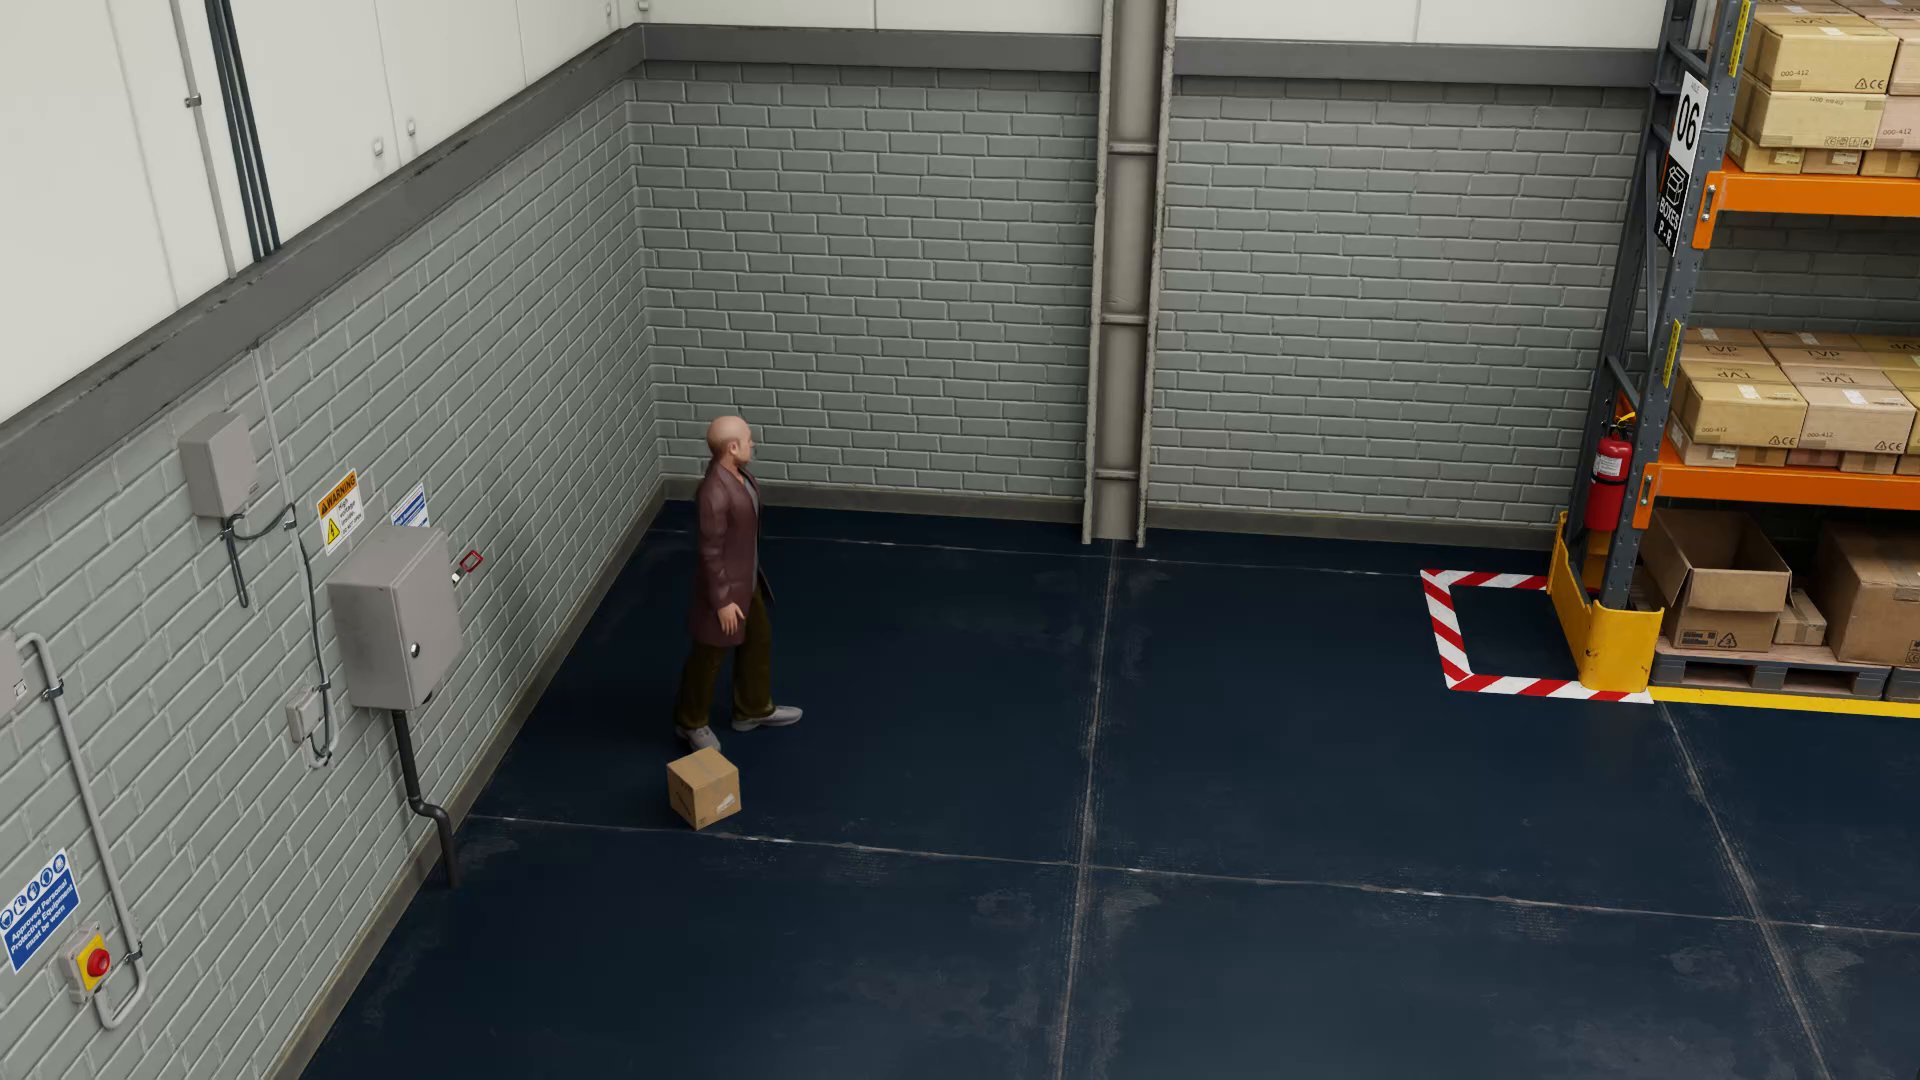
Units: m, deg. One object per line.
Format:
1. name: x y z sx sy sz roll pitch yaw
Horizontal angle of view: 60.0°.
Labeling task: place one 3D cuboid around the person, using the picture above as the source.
1. person: -1.137 0.212 8.243 0.627 1.771 0.606 1 28 2
